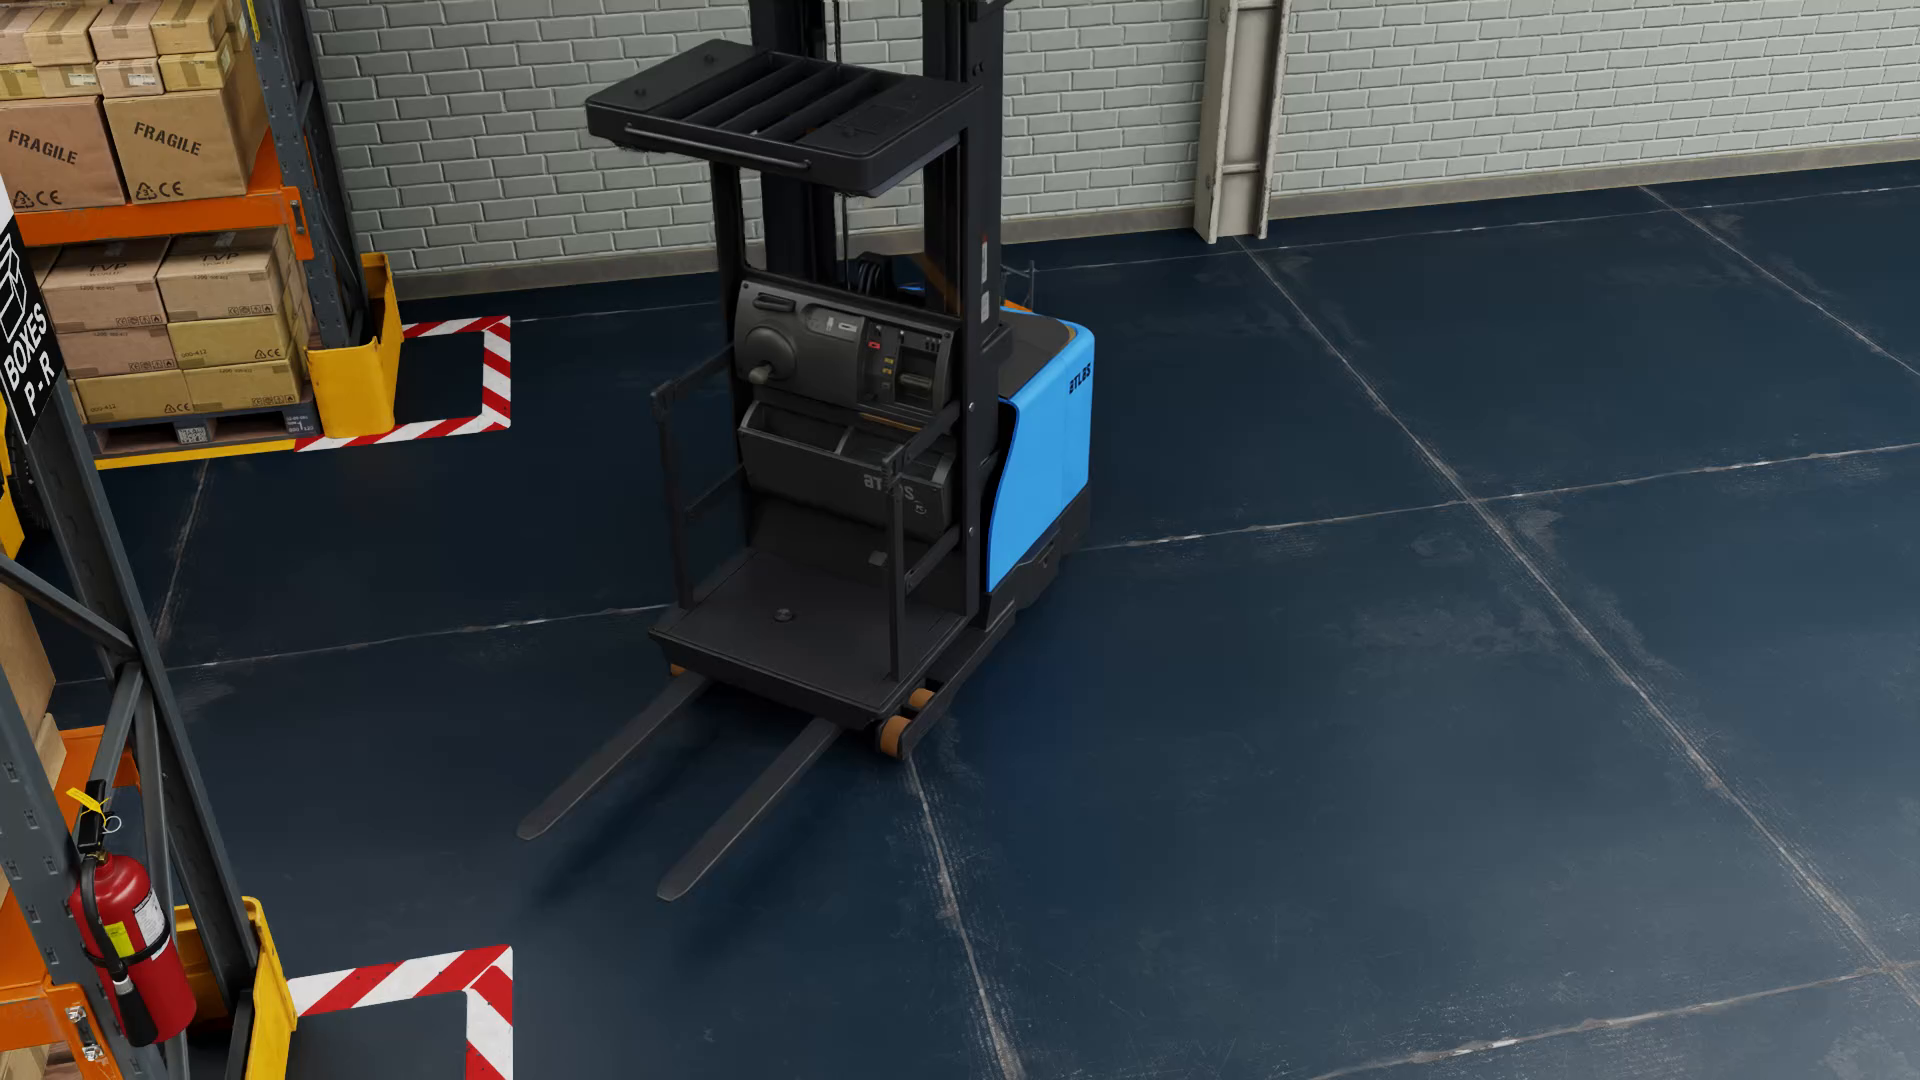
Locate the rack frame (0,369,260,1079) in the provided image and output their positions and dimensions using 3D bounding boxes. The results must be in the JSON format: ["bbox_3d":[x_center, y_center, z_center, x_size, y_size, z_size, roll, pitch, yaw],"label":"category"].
[{"bbox_3d":[-2.144,0.605,4.156,0.127,3.000,1.000,-7,35,-11],"label":"rack frame"}]

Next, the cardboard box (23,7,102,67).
[{"bbox_3d":[-4.028,-2.274,7.507,0.250,0.149,0.380,-6,34,-9],"label":"cardboard box"}]

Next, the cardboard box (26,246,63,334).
[{"bbox_3d":[-4.609,-1.180,8.010,0.500,0.250,0.500,-7,34,-10],"label":"cardboard box"}]

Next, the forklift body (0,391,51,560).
[{"bbox_3d":[-4.689,-0.515,6.587,1.214,2.155,2.313,-7,35,-11],"label":"forklift body"}]

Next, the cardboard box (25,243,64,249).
[{"bbox_3d":[-4.730,-1.464,8.434,0.500,0.250,0.500,-7,35,-11],"label":"cardboard box"}]

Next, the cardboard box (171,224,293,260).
[{"bbox_3d":[-3.753,-1.583,8.611,0.500,0.250,0.500,-8,35,-11],"label":"cardboard box"}]

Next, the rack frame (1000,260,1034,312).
[{"bbox_3d":[0.244,-0.798,7.863,0.240,1.200,0.006,29,43,36],"label":"rack frame"}]

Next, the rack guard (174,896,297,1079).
[{"bbox_3d":[-2.218,1.653,4.838,0.348,0.500,1.175,-7,35,-11],"label":"rack guard"}]

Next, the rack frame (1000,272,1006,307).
[{"bbox_3d":[0.115,-0.726,7.755,0.240,1.200,0.006,29,43,36],"label":"rack frame"}]

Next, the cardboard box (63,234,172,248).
[{"bbox_3d":[-4.239,-1.520,8.517,0.500,0.250,0.500,-7,35,-10],"label":"cardboard box"}]

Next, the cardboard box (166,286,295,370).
[{"bbox_3d":[-3.648,-1.102,8.343,0.500,0.250,0.500,-8,35,-11],"label":"cardboard box"}]

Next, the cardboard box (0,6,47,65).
[{"bbox_3d":[-4.287,-2.283,7.522,0.250,0.149,0.380,-7,34,-10],"label":"cardboard box"}]

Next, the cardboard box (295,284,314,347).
[{"bbox_3d":[-3.765,-1.170,8.893,0.500,0.250,0.500,-7,35,-10],"label":"cardboard box"}]

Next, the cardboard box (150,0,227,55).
[{"bbox_3d":[-3.545,-2.368,7.647,0.250,0.149,0.380,-7,35,-10],"label":"cardboard box"}]

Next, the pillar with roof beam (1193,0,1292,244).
[{"bbox_3d":[2.682,-3.385,4.718,0.400,9.000,9.100,-7,35,-11],"label":"pillar with roof beam"}]

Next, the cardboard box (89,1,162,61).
[{"bbox_3d":[-3.779,-2.320,7.577,0.250,0.149,0.380,-7,35,-10],"label":"cardboard box"}]

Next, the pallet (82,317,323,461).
[{"bbox_3d":[-3.979,-0.817,8.778,1.213,0.211,1.003,-7,35,-11],"label":"pallet"}]

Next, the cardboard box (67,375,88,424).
[{"bbox_3d":[-4.608,-0.782,8.315,0.500,0.250,0.500,-7,34,-10],"label":"cardboard box"}]

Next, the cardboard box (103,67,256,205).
[{"bbox_3d":[-3.664,-1.930,7.845,0.500,0.500,0.500,-8,35,-12],"label":"cardboard box"}]

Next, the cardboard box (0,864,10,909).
[{"bbox_3d":[-2.461,0.872,3.984,0.250,0.149,0.380,-6,34,-9],"label":"cardboard box"}]

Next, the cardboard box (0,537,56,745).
[{"bbox_3d":[-2.667,0.348,4.183,0.500,0.500,0.500,-8,35,-11],"label":"cardboard box"}]

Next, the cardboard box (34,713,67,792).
[{"bbox_3d":[-2.521,0.639,4.331,0.250,0.149,0.380,-7,35,-10],"label":"cardboard box"}]

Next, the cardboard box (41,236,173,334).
[{"bbox_3d":[-4.119,-1.248,8.111,0.500,0.250,0.500,-7,34,-10],"label":"cardboard box"}]

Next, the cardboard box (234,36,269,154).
[{"bbox_3d":[-3.787,-2.223,8.282,0.500,0.500,0.500,-6,34,-9],"label":"cardboard box"}]

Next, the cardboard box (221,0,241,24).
[{"bbox_3d":[-3.617,-2.601,7.995,0.250,0.149,0.380,-8,35,-11],"label":"cardboard box"}]

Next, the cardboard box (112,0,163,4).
[{"bbox_3d":[-3.890,-2.602,7.997,0.250,0.149,0.380,-6,34,-9],"label":"cardboard box"}]

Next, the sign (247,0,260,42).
[{"bbox_3d":[-3.136,-2.374,7.345,0.005,0.325,0.100,-7,35,-11],"label":"sign"}]

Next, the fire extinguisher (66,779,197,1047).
[{"bbox_3d":[-1.930,0.874,3.825,0.183,0.674,0.296,-7,35,-11],"label":"fire extinguisher"}]

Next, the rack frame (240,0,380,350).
[{"bbox_3d":[-3.242,-2.092,8.175,0.127,3.000,1.000,-7,35,-11],"label":"rack frame"}]

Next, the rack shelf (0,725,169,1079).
[{"bbox_3d":[-4.094,1.150,3.990,4.000,0.370,1.077,-7,35,-11],"label":"rack shelf"}]

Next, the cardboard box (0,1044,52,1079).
[{"bbox_3d":[-2.992,1.522,4.881,0.500,0.250,0.500,-7,35,-11],"label":"cardboard box"}]

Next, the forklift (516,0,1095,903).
[{"bbox_3d":[-0.544,-0.654,6.094,1.130,2.935,3.031,17,37,23],"label":"forklift"}]

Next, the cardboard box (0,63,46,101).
[{"bbox_3d":[-4.272,-2.137,7.571,0.250,0.149,0.380,-7,35,-11],"label":"cardboard box"}]

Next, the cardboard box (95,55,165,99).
[{"bbox_3d":[-3.761,-2.160,7.605,0.250,0.149,0.380,-7,34,-10],"label":"cardboard box"}]

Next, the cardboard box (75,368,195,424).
[{"bbox_3d":[-4.118,-0.839,8.399,0.500,0.250,0.500,-7,35,-11],"label":"cardboard box"}]

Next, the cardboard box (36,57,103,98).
[{"bbox_3d":[-4.028,-2.162,7.607,0.250,0.149,0.380,-7,34,-10],"label":"cardboard box"}]

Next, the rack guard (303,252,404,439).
[{"bbox_3d":[-3.219,-1.057,8.876,0.348,0.500,1.175,-7,35,-11],"label":"rack guard"}]

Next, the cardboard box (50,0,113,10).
[{"bbox_3d":[-4.134,-2.547,7.915,0.250,0.149,0.380,-7,34,-10],"label":"cardboard box"}]

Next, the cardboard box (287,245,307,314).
[{"bbox_3d":[-3.747,-1.387,8.767,0.500,0.250,0.500,-7,34,-10],"label":"cardboard box"}]

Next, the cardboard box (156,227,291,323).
[{"bbox_3d":[-3.623,-1.314,8.209,0.500,0.250,0.500,-6,34,-9],"label":"cardboard box"}]

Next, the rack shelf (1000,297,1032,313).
[{"bbox_3d":[0.180,-1.024,7.633,0.258,0.103,0.180,29,43,36],"label":"rack shelf"}]

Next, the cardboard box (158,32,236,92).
[{"bbox_3d":[-3.519,-2.208,7.676,0.250,0.149,0.380,-7,34,-10],"label":"cardboard box"}]

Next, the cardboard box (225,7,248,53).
[{"bbox_3d":[-3.630,-2.502,8.115,0.250,0.149,0.380,-8,35,-12],"label":"cardboard box"}]

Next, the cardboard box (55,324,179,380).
[{"bbox_3d":[-4.140,-1.047,8.260,0.500,0.250,0.500,-8,35,-11],"label":"cardboard box"}]

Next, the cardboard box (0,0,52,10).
[{"bbox_3d":[-4.379,-2.525,7.882,0.250,0.149,0.380,-7,34,-10],"label":"cardboard box"}]

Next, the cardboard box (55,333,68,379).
[{"bbox_3d":[-4.639,-0.972,8.148,0.500,0.250,0.500,-8,35,-12],"label":"cardboard box"}]

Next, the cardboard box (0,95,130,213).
[{"bbox_3d":[-4.173,-1.871,7.757,0.500,0.500,0.500,-6,34,-9],"label":"cardboard box"}]

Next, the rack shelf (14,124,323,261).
[{"bbox_3d":[-5.193,-1.547,8.009,4.000,0.370,1.077,-7,35,-11],"label":"rack shelf"}]

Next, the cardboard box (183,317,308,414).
[{"bbox_3d":[-3.631,-0.895,8.483,0.500,0.250,0.500,-7,34,-10],"label":"cardboard box"}]

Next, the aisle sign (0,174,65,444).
[{"bbox_3d":[-2.152,-0.650,3.694,0.004,0.787,0.394,-7,35,-11],"label":"aisle sign"}]

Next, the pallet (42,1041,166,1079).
[{"bbox_3d":[-3.018,1.853,4.799,1.213,0.211,1.003,-7,35,-11],"label":"pallet"}]

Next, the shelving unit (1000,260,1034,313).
[{"bbox_3d":[0.180,-0.762,7.809,0.258,1.200,0.189,29,43,36],"label":"shelving unit"}]

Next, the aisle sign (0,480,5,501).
[{"bbox_3d":[-2.019,-0.324,3.208,0.004,0.787,0.394,-7,35,-11],"label":"aisle sign"}]
